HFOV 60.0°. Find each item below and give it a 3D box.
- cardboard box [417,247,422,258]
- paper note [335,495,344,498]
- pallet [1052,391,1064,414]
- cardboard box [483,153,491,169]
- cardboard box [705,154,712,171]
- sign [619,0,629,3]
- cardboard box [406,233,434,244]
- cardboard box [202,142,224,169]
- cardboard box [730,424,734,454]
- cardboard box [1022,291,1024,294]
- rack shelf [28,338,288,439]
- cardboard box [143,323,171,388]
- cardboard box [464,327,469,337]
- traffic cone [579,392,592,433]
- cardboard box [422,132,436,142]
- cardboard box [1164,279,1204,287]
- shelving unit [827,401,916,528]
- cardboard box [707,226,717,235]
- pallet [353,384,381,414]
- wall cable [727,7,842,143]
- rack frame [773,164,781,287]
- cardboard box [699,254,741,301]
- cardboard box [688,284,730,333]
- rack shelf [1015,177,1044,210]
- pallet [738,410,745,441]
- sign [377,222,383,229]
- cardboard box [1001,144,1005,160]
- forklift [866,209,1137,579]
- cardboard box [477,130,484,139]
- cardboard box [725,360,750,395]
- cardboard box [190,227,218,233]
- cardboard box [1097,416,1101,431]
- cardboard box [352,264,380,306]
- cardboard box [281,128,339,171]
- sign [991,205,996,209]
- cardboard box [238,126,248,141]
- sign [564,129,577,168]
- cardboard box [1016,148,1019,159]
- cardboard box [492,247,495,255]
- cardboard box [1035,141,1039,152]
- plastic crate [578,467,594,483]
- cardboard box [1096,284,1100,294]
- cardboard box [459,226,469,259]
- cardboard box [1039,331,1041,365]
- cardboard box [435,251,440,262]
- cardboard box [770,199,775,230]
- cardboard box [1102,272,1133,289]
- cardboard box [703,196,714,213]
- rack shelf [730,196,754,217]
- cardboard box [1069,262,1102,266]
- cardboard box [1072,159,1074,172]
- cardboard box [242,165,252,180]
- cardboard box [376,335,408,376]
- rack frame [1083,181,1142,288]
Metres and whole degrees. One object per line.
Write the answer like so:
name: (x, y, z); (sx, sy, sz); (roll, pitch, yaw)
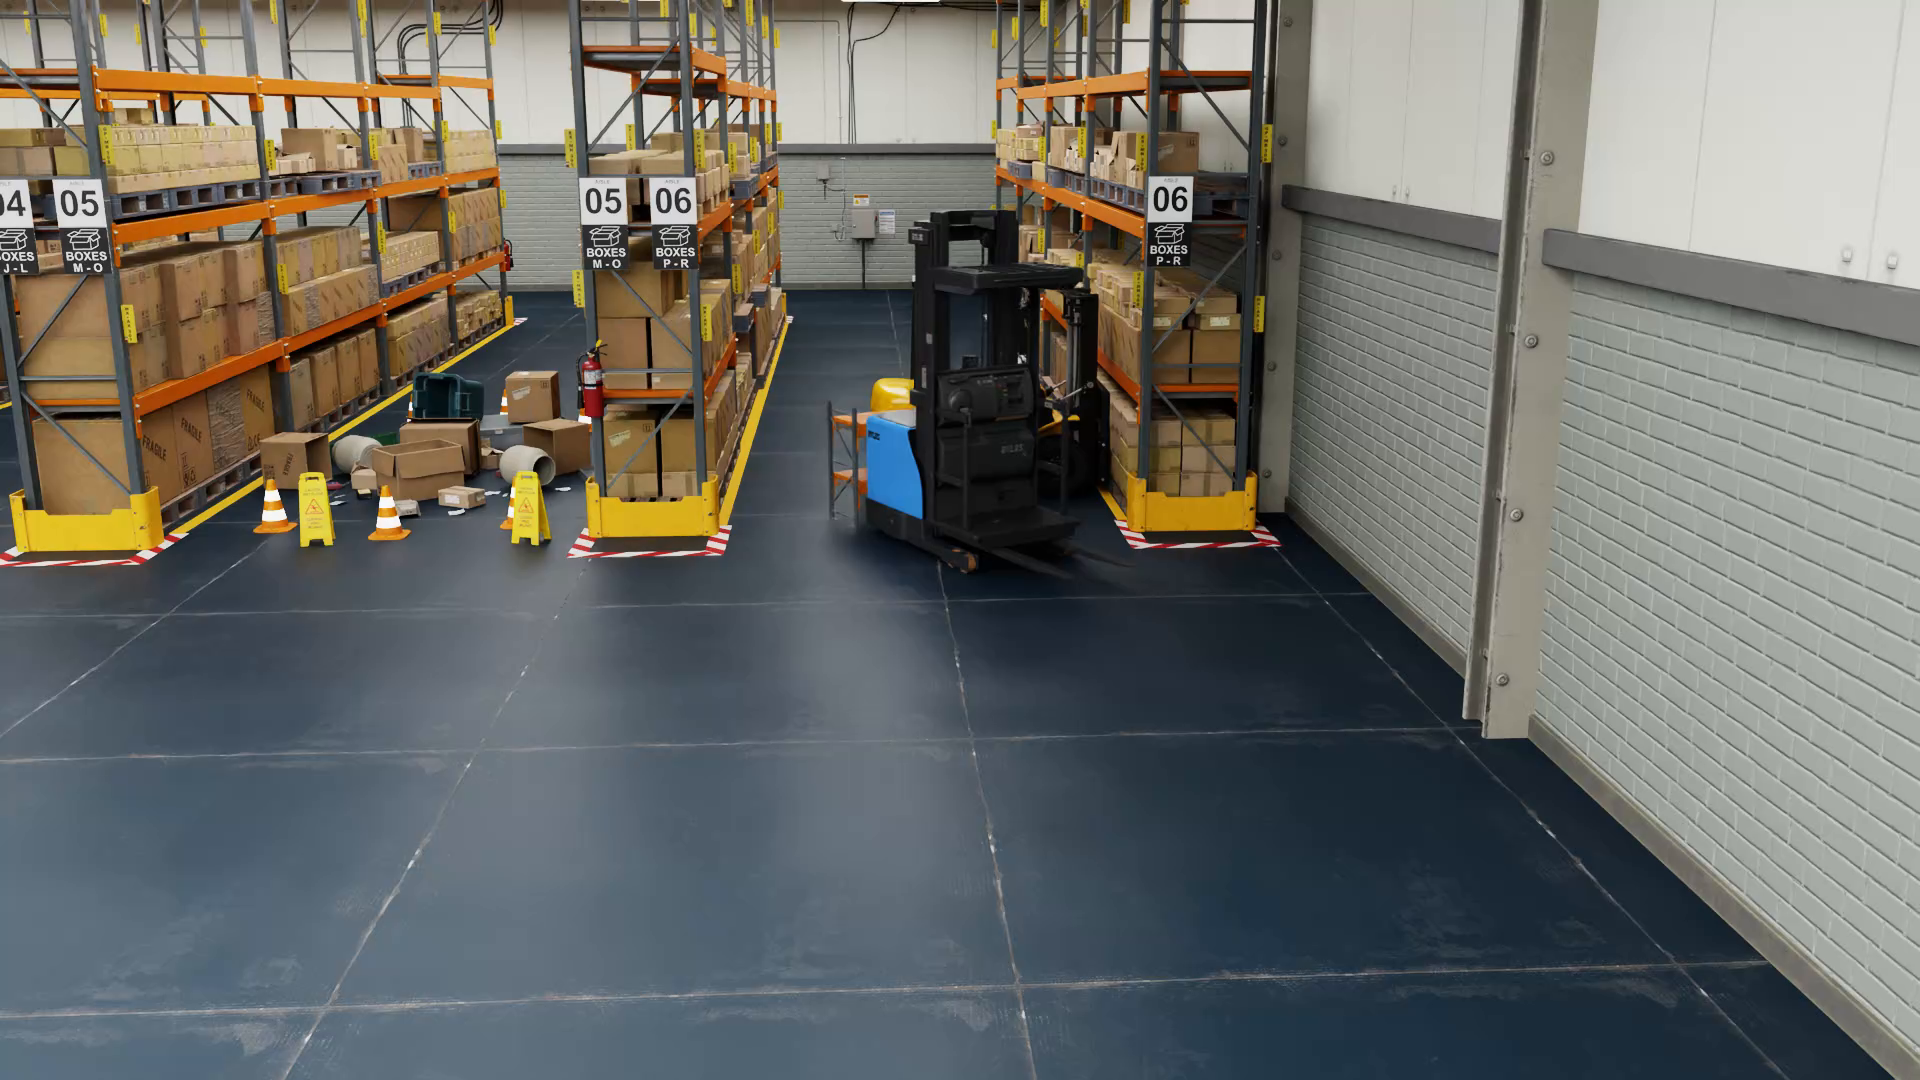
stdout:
cardboard box: (-8.194, -4.259, 24.624); (0.380, 0.149, 0.250); (-2, 15, -6)
paper note: (-6.235, -0.440, 16.715); (0.032, 0.001, 0.123); (7, 16, 26)
pallet: (1.739, -1.715, 21.268); (1.003, 0.211, 1.213); (-1, 14, -3)
cardboard box: (-8.398, -6.528, 28.660); (0.500, 0.250, 0.500); (-1, 14, -3)
cardboard box: (-2.594, -3.630, 16.001); (0.380, 0.149, 0.250); (0, 14, -2)
sign: (-3.605, -5.925, 17.804); (0.100, 0.325, 0.005); (-1, 14, -3)
cardboard box: (-8.244, -4.595, 25.334); (0.380, 0.149, 0.250); (-1, 14, -5)
cardboard box: (-7.639, -3.807, 16.443); (0.500, 0.250, 0.500); (-1, 14, -4)
cardboard box: (-2.704, -1.098, 17.948); (0.500, 0.250, 0.500); (-1, 14, -5)
cardboard box: (1.049, -4.056, 28.944); (0.500, 0.500, 0.500); (-1, 14, -2)
rack shelf: (-7.862, -1.554, 16.489); (1.077, 0.370, 4.000); (-1, 14, -3)
cardboard box: (-7.862, -1.705, 15.333); (0.875, 0.550, 0.550); (-1, 14, -3)
cardboard box: (-8.200, -3.373, 26.996); (0.380, 0.149, 0.250); (0, 14, -2)
traffic cone: (-4.526, -1.559, 20.158); (0.336, 0.463, 0.334); (-1, 14, -3)
cardboard box: (-8.258, -6.280, 25.894); (0.380, 0.149, 0.250); (-1, 14, -4)
cardboard box: (2.275, -2.562, 16.866); (0.380, 0.149, 0.250); (-1, 14, -3)
shelving unit: (-0.673, -0.778, 15.790); (1.048, 1.125, 0.538); (-10, 17, -33)
cardboard box: (-3.593, -4.153, 22.940); (0.500, 0.500, 0.500); (-1, 14, -5)
pallet: (-8.260, -1.847, 21.779); (1.003, 0.211, 1.213); (-1, 14, -3)
wall cable: (-3.678, -9.812, 35.102); (2.355, 3.000, 0.029); (-1, 14, -3)
rack frame: (-3.795, -5.485, 30.326); (1.000, 3.000, 0.127); (-1, 14, -3)
cardboard box: (-2.794, -3.018, 19.095); (0.500, 0.500, 0.500); (-1, 14, -2)
cardboard box: (-2.737, -2.459, 17.766); (0.500, 0.500, 0.500); (0, 14, -2)
rack shelf: (1.531, -5.175, 24.544); (1.077, 0.370, 4.000); (-1, 14, -3)
pallet: (-3.101, -1.344, 19.827); (1.003, 0.211, 1.213); (-1, 14, -3)
sign: (-9.023, -4.798, 25.917); (0.100, 0.325, 0.005); (-1, 14, -3)
cardboard box: (0.985, -6.719, 28.805); (0.500, 0.250, 0.500); (-1, 14, -5)
forklift: (0.336, -1.271, 14.084); (1.130, 2.935, 3.031); (-9, 17, -31)
cardboard box: (-8.357, -6.930, 28.419); (0.380, 0.149, 0.250); (-1, 14, -3)
cardboard box: (-3.221, -2.102, 21.609); (0.950, 0.372, 0.625); (-1, 14, -5)
cardboard box: (-13.394, -5.650, 29.164); (0.500, 0.500, 0.500); (-1, 14, -3)
cardboard box: (1.707, -1.191, 17.309); (0.500, 0.250, 0.500); (-1, 14, -4)
cardboard box: (-7.938, -3.335, 21.767); (0.500, 0.500, 0.500); (-1, 14, -3)
cardboard box: (-7.847, -4.719, 20.084); (0.500, 0.500, 0.500); (-1, 14, -3)
sign: (0.617, -5.974, 30.487); (0.100, 0.325, 0.005); (-1, 14, -3)
cardboard box: (-7.630, -4.219, 17.247); (0.380, 0.149, 0.250); (-1, 14, -4)
sign: (-3.359, -3.384, 14.362); (0.100, 0.325, 0.005); (-1, 14, -3)
cardboard box: (1.053, -5.880, 25.300); (0.380, 0.149, 0.250); (-1, 14, -3)
cardboard box: (-8.449, -5.123, 29.422); (0.380, 0.149, 0.250); (-1, 14, -4)
cardboard box: (1.276, -5.631, 23.778); (0.380, 0.149, 0.250); (-1, 14, -5)
plastic crate: (-3.773, -0.684, 17.524); (0.402, 0.080, 0.583); (-6, 16, -23)
cardboard box: (1.662, -2.667, 17.868); (0.380, 0.149, 0.250); (-1, 14, -2)
cardboard box: (-8.299, -4.832, 26.987); (0.500, 0.500, 0.500); (-1, 14, -3)
cardboard box: (1.393, -2.793, 24.034); (0.500, 0.500, 0.500); (-1, 14, -4)
cardboard box: (-8.259, -4.375, 25.672); (0.380, 0.149, 0.250); (-1, 14, -5)
cardboard box: (-3.409, -5.524, 28.269); (0.500, 0.500, 0.500); (-1, 14, -4)
cardboard box: (1.714, -2.745, 17.574); (0.380, 0.149, 0.250); (-1, 14, -4)
cardboard box: (-2.584, -3.246, 16.107); (0.380, 0.149, 0.250); (-1, 14, -3)
rack shelf: (-3.176, -4.103, 20.376); (1.077, 0.370, 4.000); (-1, 14, -3)
cardboard box: (1.551, -3.340, 20.485); (0.380, 0.149, 0.250); (-1, 14, -3)
cardboard box: (1.531, -4.430, 19.666); (0.380, 0.149, 0.250); (-1, 14, -4)
cardboard box: (-7.628, -3.834, 17.349); (0.380, 0.149, 0.250); (-1, 14, -3)
cardboard box: (-8.023, -2.567, 23.157); (0.500, 0.500, 0.500); (-2, 15, -6)
rack frame: (1.902, -2.579, 19.028); (1.000, 3.000, 0.127); (-1, 14, -3)
